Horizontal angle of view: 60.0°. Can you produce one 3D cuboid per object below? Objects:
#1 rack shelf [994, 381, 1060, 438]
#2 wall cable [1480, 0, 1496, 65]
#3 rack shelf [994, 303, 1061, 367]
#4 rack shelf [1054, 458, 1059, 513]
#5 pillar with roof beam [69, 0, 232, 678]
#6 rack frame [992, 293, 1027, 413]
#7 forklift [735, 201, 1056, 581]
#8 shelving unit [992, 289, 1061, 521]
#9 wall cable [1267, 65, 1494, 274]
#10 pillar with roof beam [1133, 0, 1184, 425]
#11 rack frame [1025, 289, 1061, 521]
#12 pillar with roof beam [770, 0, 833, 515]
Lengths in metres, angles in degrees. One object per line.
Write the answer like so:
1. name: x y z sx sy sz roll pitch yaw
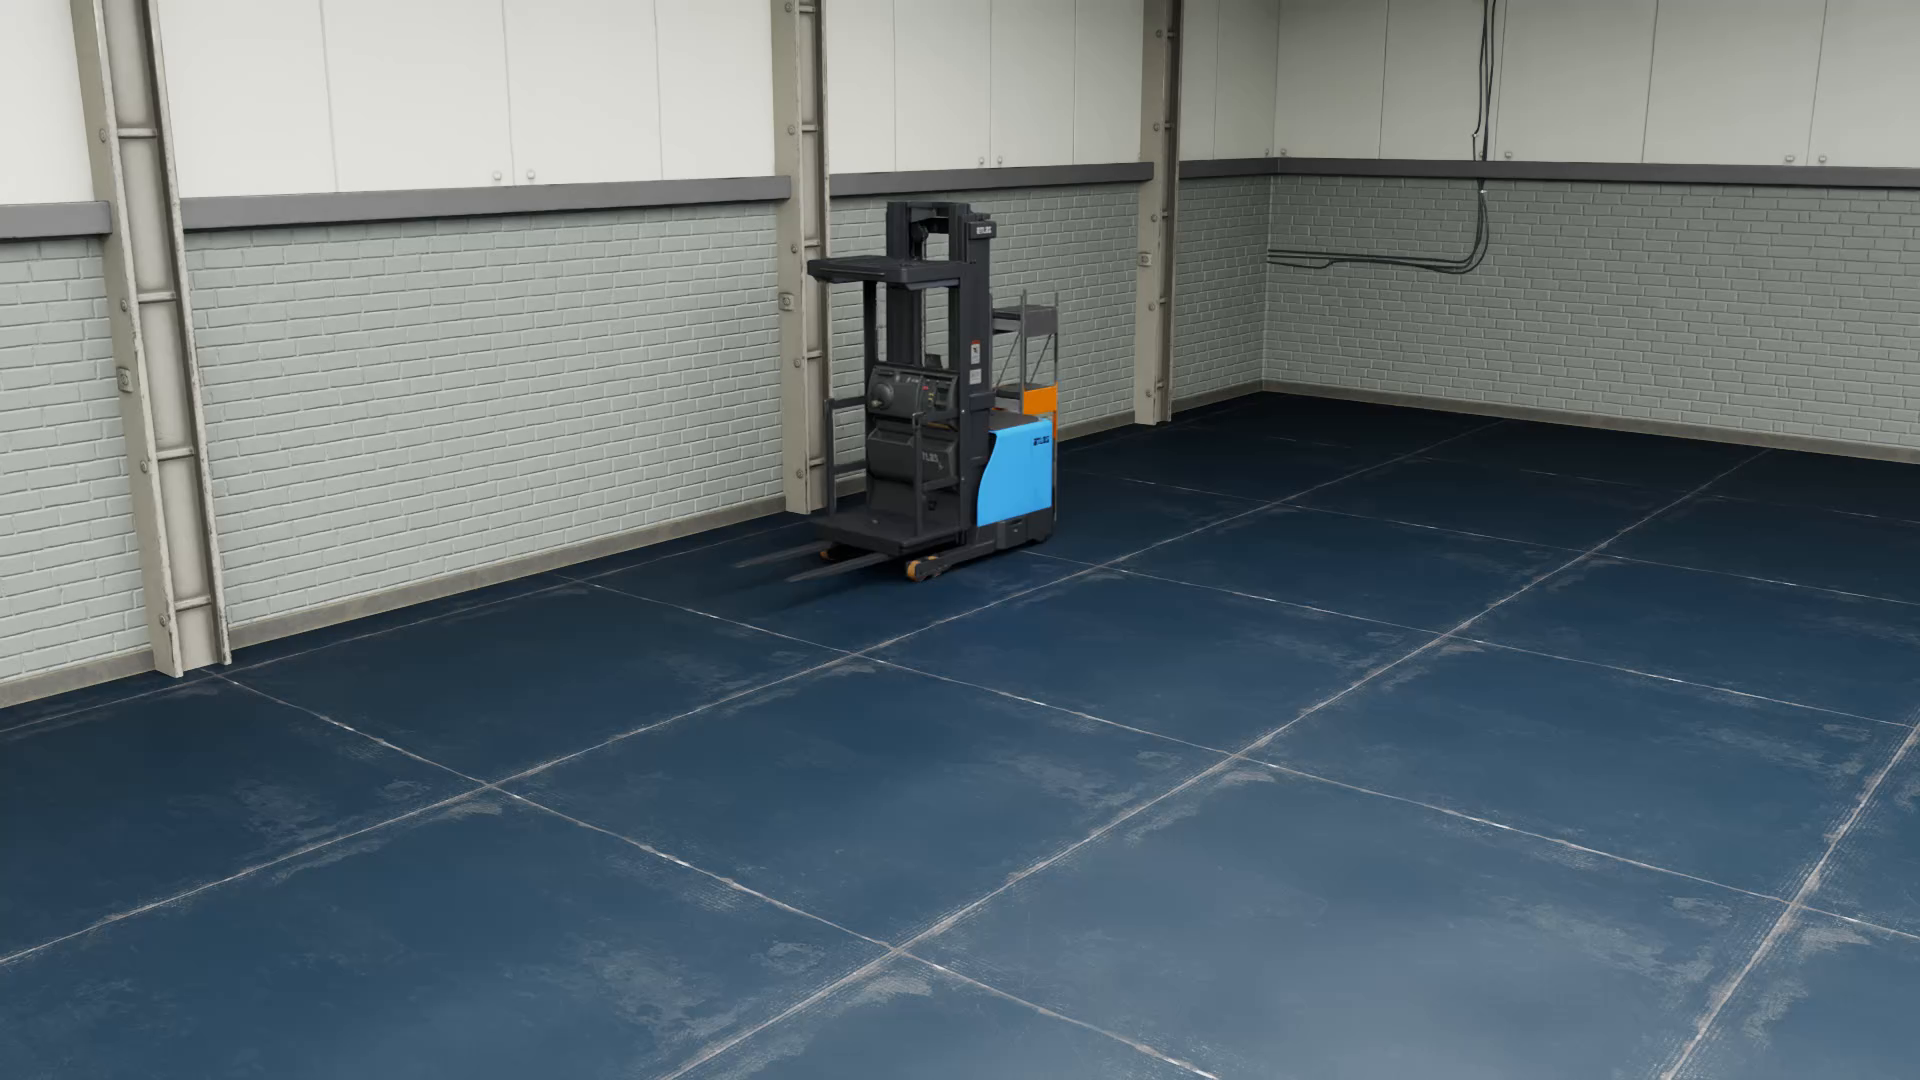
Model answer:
1. rack shelf: 0.586 -1.164 14.998 0.431 0.518 0.480 12 19 40
2. wall cable: 7.329 -6.691 18.735 3.097 2.526 0.112 11 18 38
3. rack shelf: 0.586 -1.843 14.825 0.431 0.518 0.480 12 19 40
4. rack shelf: 0.587 -0.486 15.170 0.431 0.518 0.480 12 19 40
5. pillar with roof beam: -1.849 -2.843 7.539 9.100 9.000 0.400 11 18 38
6. rack frame: 0.426 -1.132 14.816 0.400 2.100 0.015 12 19 40
7. forklift: -0.509 -1.234 13.529 1.130 2.935 3.031 12 19 40
8. shelving unit: 0.586 -1.178 14.994 0.431 2.100 0.503 12 19 40
9. wall cable: 5.224 -4.662 21.005 3.097 2.526 0.112 11 18 38
10. pillar with roof beam: 5.693 -5.141 16.585 9.100 9.000 0.400 11 18 38
11. rack frame: 0.747 -1.223 15.172 0.400 2.100 0.015 12 19 40
12. pillar with roof beam: 1.922 -3.992 12.062 9.100 9.000 0.400 11 18 38
